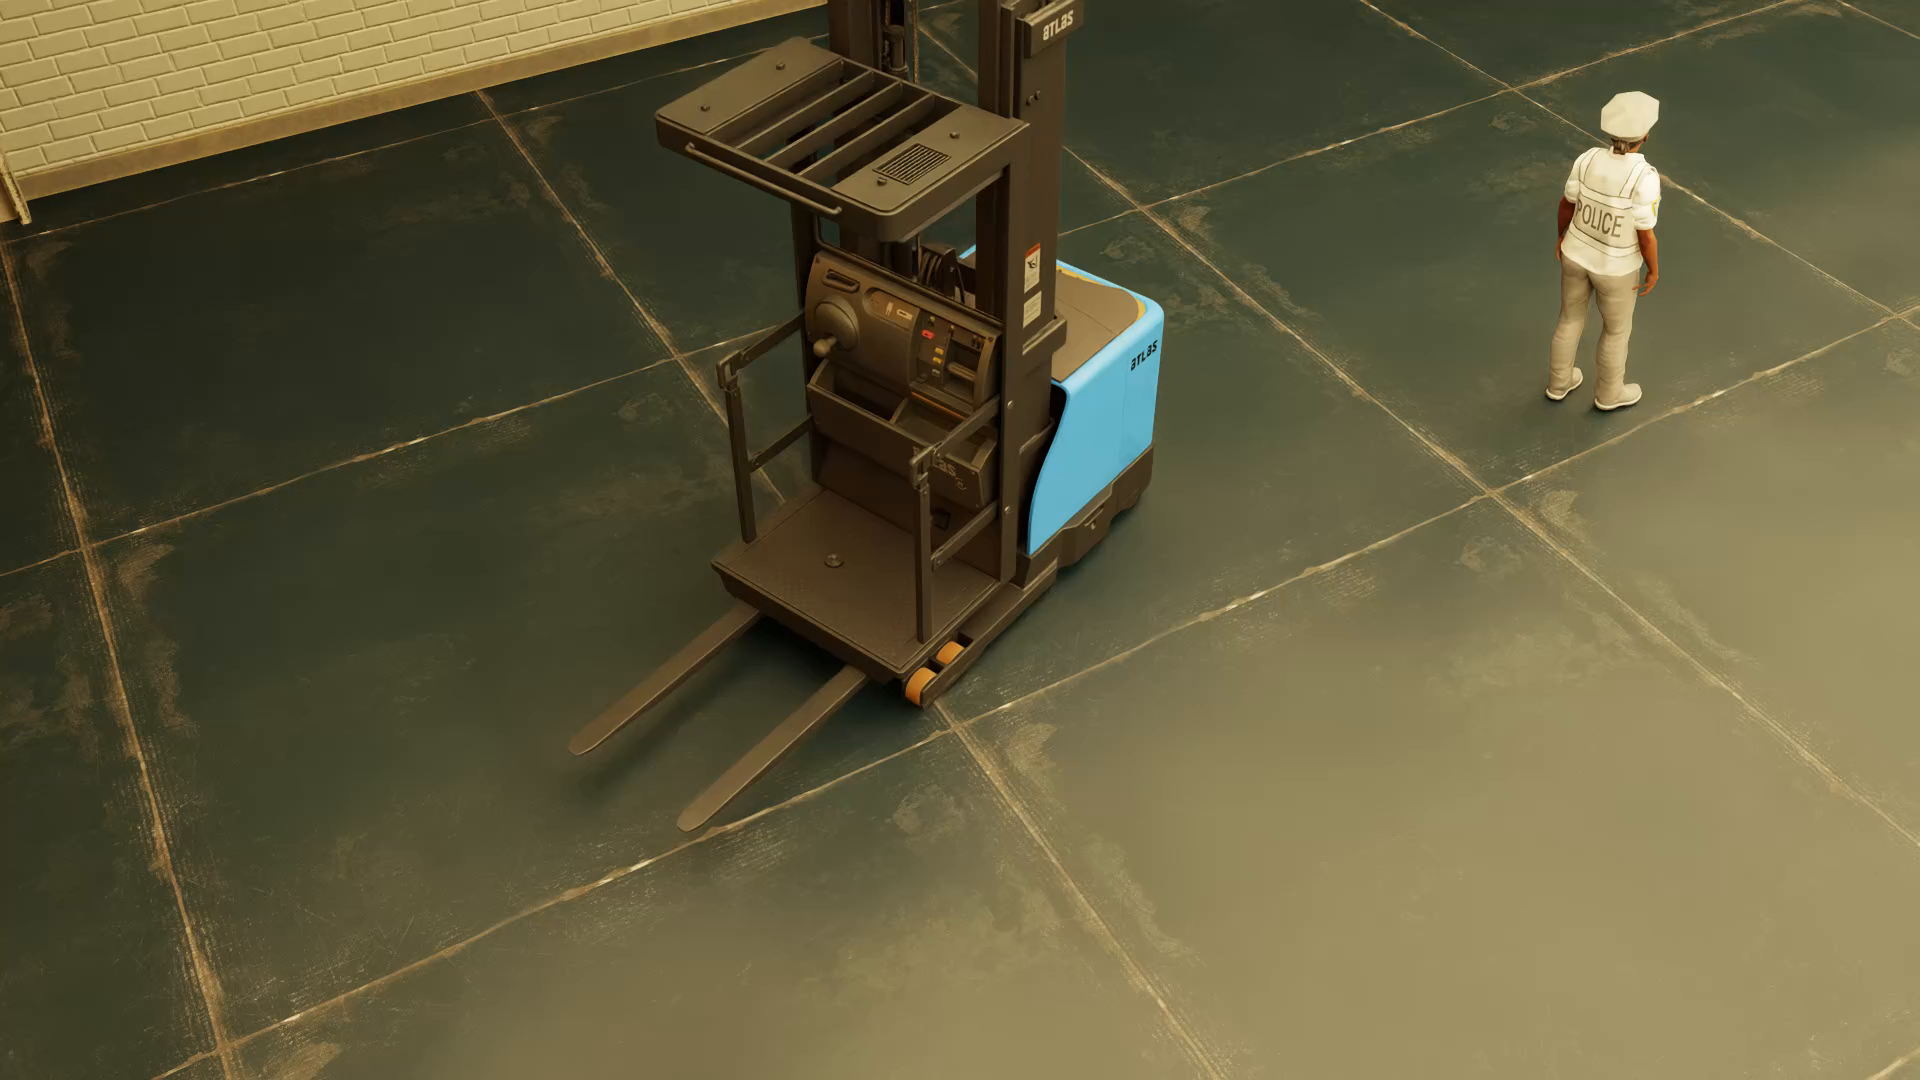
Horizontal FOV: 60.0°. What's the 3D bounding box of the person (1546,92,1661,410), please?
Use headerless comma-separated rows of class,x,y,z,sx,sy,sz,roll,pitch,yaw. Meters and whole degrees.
person,3.179,-1.394,8.100,0.528,1.698,0.570,-31,51,-29

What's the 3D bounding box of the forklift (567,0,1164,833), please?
forklift,-0.375,-0.749,6.505,1.130,2.935,3.031,28,50,27
